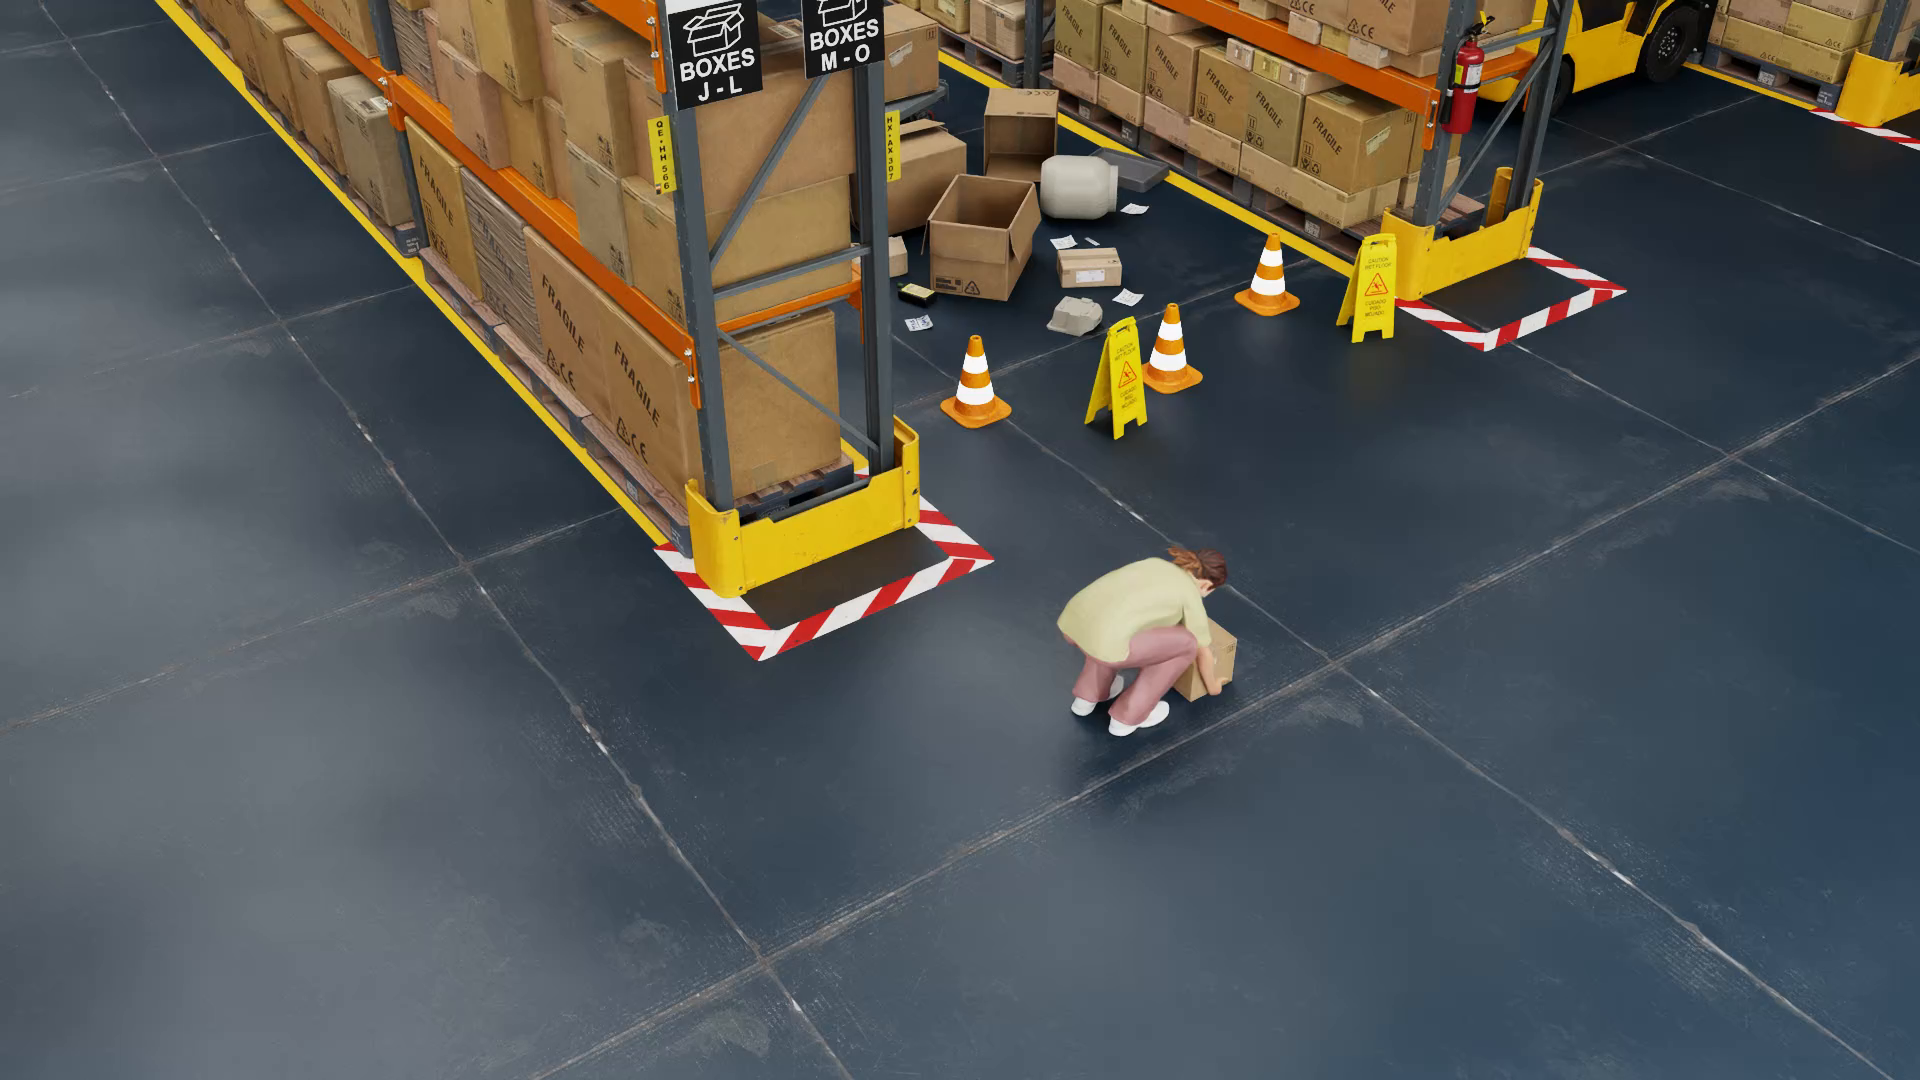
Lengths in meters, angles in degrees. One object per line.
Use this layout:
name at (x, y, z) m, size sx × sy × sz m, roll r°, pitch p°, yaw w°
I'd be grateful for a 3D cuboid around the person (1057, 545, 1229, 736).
person at (0.805, 0.421, 7.223) m, size 0.867 × 0.767 × 0.460 m, roll -24°, pitch 43°, yaw -29°
